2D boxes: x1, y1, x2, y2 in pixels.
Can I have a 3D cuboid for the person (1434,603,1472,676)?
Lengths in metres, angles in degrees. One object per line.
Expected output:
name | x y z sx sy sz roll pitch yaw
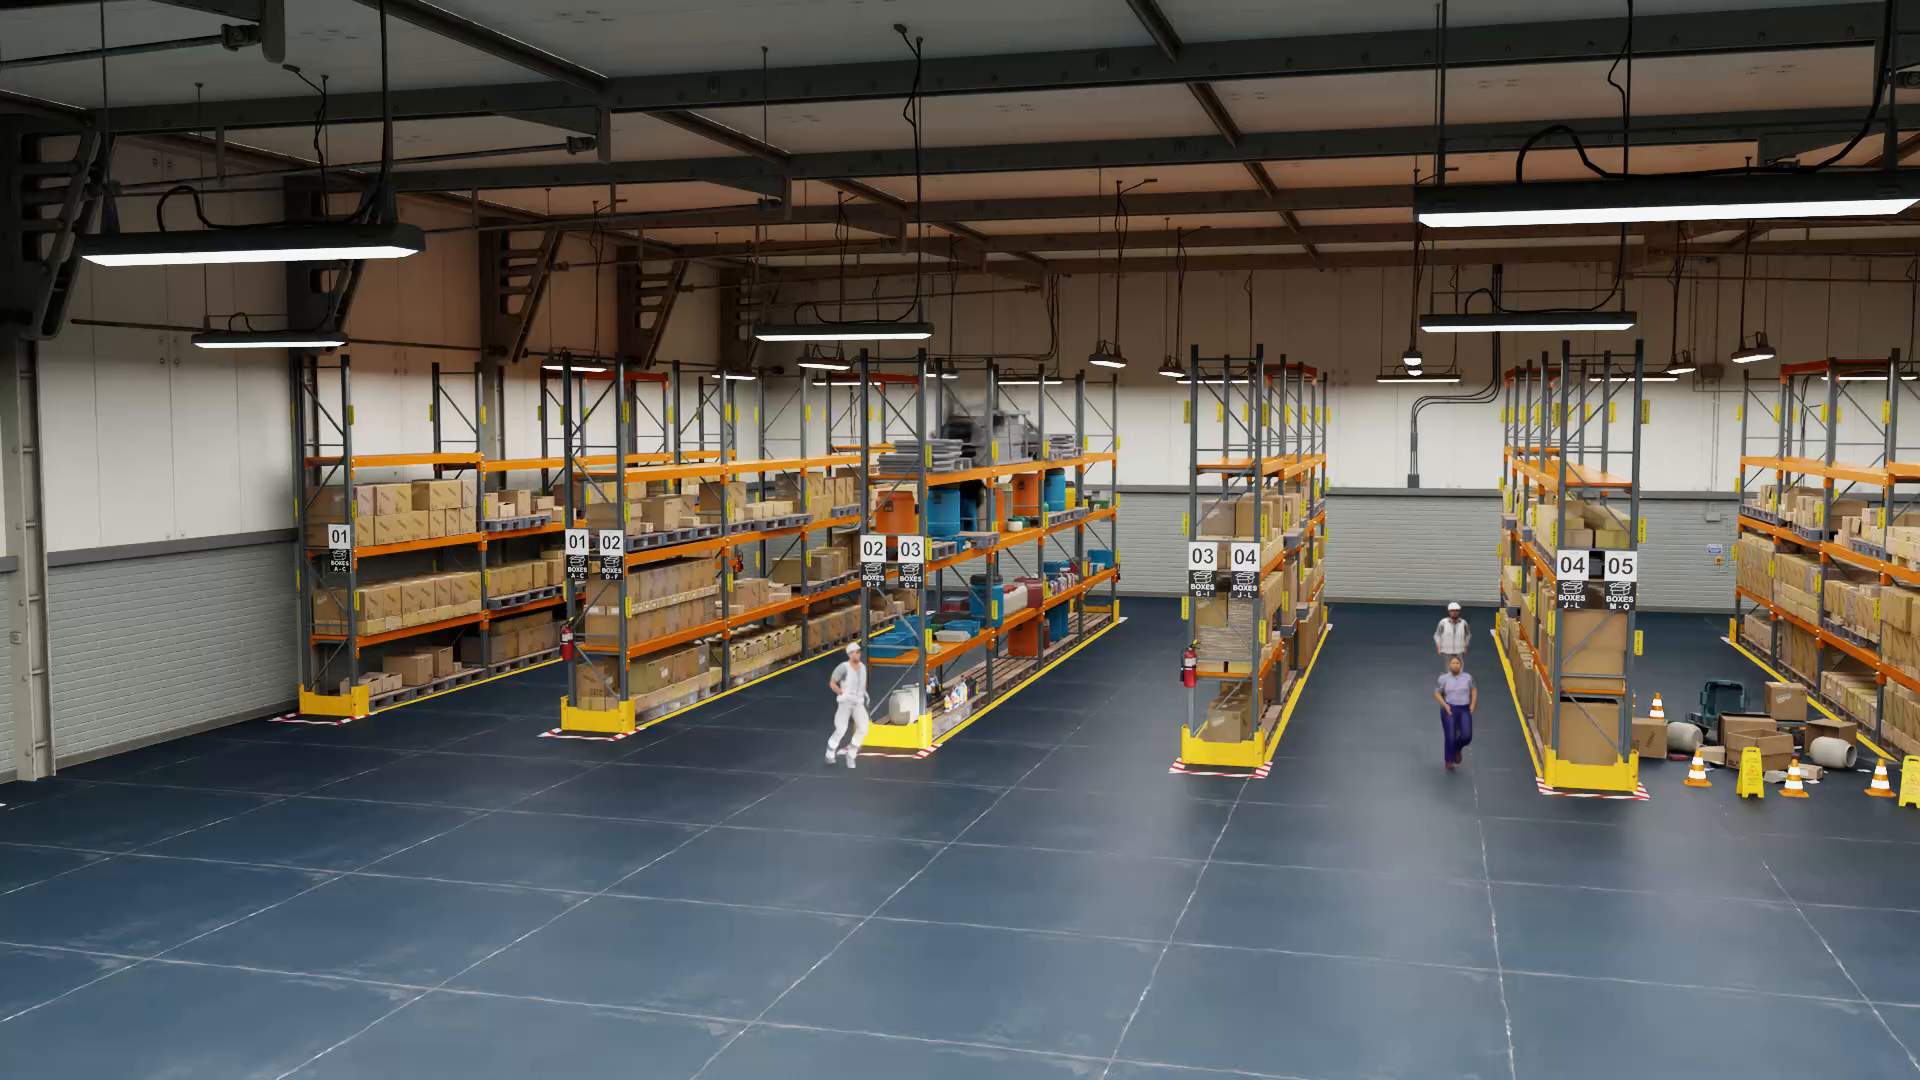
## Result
person | 8.686 1.950 29.325 0.647 1.727 0.637 1 4 8

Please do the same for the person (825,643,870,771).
person | -1.544 2.353 23.669 0.711 1.781 0.675 -3 5 -35

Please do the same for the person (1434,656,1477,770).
person | 7.010 2.449 23.475 0.596 1.603 0.507 0 4 6
